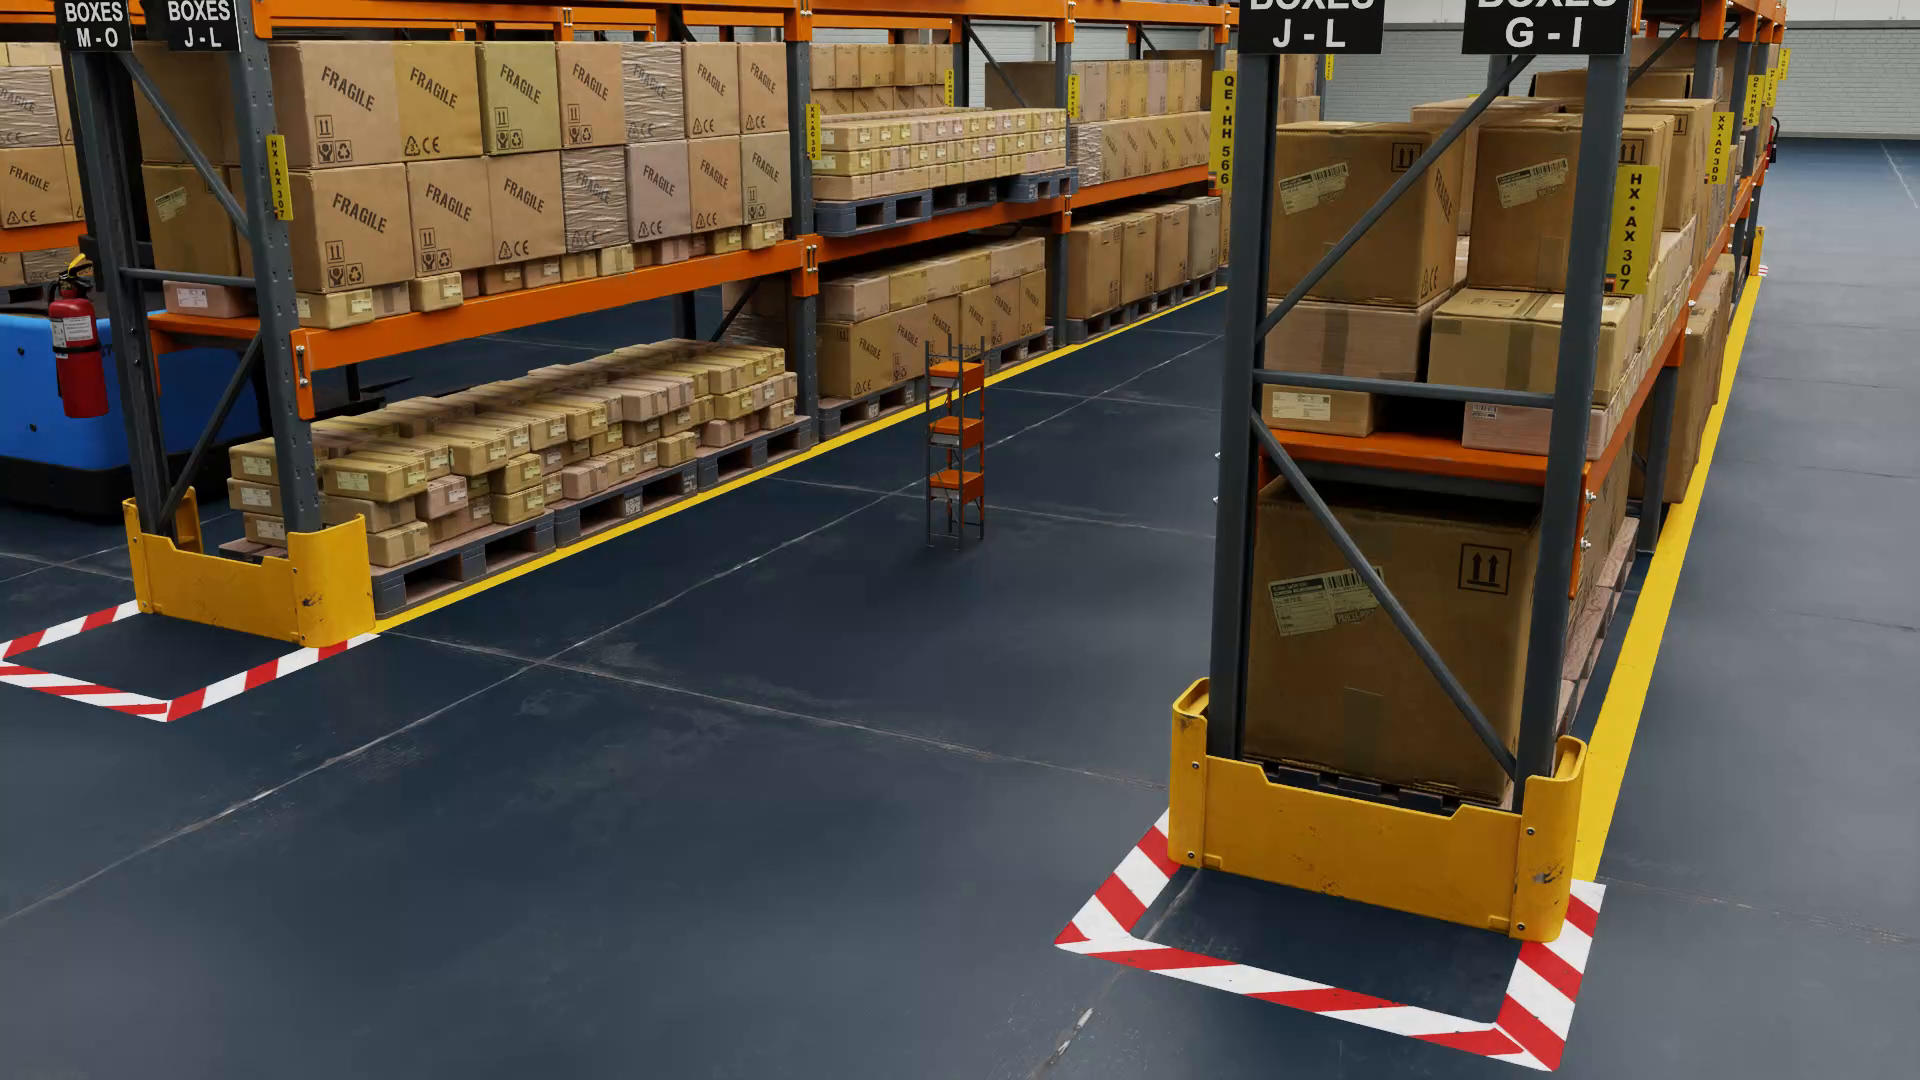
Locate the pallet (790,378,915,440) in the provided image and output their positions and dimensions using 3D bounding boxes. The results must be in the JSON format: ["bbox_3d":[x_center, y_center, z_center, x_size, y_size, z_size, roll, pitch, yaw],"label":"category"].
[{"bbox_3d":[-1.022,-0.955,11.369,1.003,0.211,1.213,8,18,25],"label":"pallet"}]

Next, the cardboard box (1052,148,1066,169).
[{"bbox_3d":[0.610,-3.009,13.090,0.380,0.149,0.250,8,19,26],"label":"cardboard box"}]

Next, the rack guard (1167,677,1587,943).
[{"bbox_3d":[1.226,0.787,4.998,1.175,0.500,0.348,8,18,25],"label":"rack guard"}]

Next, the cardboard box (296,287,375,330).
[{"bbox_3d":[-2.718,-0.995,7.047,0.380,0.149,0.250,8,18,25],"label":"cardboard box"}]

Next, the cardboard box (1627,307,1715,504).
[{"bbox_3d":[3.292,-0.785,8.893,1.225,0.875,0.875,8,18,26],"label":"cardboard box"}]

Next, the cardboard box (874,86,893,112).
[{"bbox_3d":[-1.174,-5.390,20.707,0.500,0.500,0.500,8,18,26],"label":"cardboard box"}]

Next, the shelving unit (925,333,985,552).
[{"bbox_3d":[-0.024,-0.490,8.329,0.215,1.050,0.252,8,18,25],"label":"shelving unit"}]

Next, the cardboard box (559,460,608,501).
[{"bbox_3d":[-2.057,-0.324,8.615,0.380,0.149,0.250,7,18,23],"label":"cardboard box"}]

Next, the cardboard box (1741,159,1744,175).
[{"bbox_3d":[6.964,-3.370,15.045,0.380,0.149,0.250,8,18,25],"label":"cardboard box"}]

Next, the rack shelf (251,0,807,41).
[{"bbox_3d":[-2.262,-2.677,8.264,1.077,0.370,4.000,8,18,25],"label":"rack shelf"}]

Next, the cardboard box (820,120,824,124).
[{"bbox_3d":[-1.127,-2.721,11.074,0.380,0.149,0.250,7,18,24],"label":"cardboard box"}]

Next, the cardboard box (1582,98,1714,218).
[{"bbox_3d":[3.057,-1.716,7.456,0.500,0.500,0.500,9,19,27],"label":"cardboard box"}]

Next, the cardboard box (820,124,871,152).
[{"bbox_3d":[-0.781,-2.501,10.336,0.380,0.149,0.250,9,19,28],"label":"cardboard box"}]

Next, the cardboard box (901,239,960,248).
[{"bbox_3d":[-0.332,-2.201,13.001,0.500,0.250,0.500,8,18,25],"label":"cardboard box"}]

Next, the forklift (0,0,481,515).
[{"bbox_3d":[-4.245,-1.909,9.803,1.130,2.935,3.031,8,19,26],"label":"forklift"}]

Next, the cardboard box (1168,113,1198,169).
[{"bbox_3d":[1.986,-3.883,16.155,0.500,0.500,0.500,8,18,25],"label":"cardboard box"}]

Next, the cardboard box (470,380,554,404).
[{"bbox_3d":[-2.429,-0.757,9.029,0.380,0.149,0.250,8,18,26],"label":"cardboard box"}]

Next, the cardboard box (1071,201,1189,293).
[{"bbox_3d":[1.575,-2.839,16.028,1.050,0.750,0.750,8,18,25],"label":"cardboard box"}]

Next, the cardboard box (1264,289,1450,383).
[{"bbox_3d":[1.215,-0.646,5.170,0.500,0.250,0.500,8,18,24],"label":"cardboard box"}]

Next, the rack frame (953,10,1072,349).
[{"bbox_3d":[0.419,-3.112,13.734,1.000,3.000,0.127,8,18,25],"label":"rack frame"}]

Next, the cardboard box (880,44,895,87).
[{"bbox_3d":[-1.229,-5.885,20.617,0.700,0.500,0.500,8,18,25],"label":"cardboard box"}]

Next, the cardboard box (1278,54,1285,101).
[{"bbox_3d":[3.138,-5.221,18.675,0.875,0.550,0.500,8,18,25],"label":"cardboard box"}]

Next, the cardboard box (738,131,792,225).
[{"bbox_3d":[-1.332,-2.125,9.711,0.500,0.500,0.500,8,18,25],"label":"cardboard box"}]

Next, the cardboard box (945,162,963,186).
[{"bbox_3d":[-0.202,-2.549,11.543,0.380,0.149,0.250,8,18,24],"label":"cardboard box"}]

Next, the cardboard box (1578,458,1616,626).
[{"bbox_3d":[2.255,-0.232,7.032,0.875,0.875,0.875,8,18,25],"label":"cardboard box"}]

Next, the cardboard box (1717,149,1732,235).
[{"bbox_3d":[4.584,-2.220,10.554,0.500,0.500,0.500,8,18,25],"label":"cardboard box"}]

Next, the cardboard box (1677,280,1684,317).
[{"bbox_3d":[2.951,-1.066,7.286,0.380,0.149,0.250,8,18,24],"label":"cardboard box"}]

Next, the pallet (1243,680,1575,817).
[{"bbox_3d":[1.524,0.706,5.778,1.003,0.211,1.213,8,18,25],"label":"pallet"}]

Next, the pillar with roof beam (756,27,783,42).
[{"bbox_3d":[0.493,-10.178,26.988,9.100,9.000,0.400,8,18,25],"label":"pillar with roof beam"}]

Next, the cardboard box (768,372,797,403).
[{"bbox_3d":[-1.225,-0.950,10.201,0.380,0.149,0.250,9,19,26],"label":"cardboard box"}]

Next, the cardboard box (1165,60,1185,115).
[{"bbox_3d":[1.762,-4.400,16.138,0.700,0.500,0.500,8,18,24],"label":"cardboard box"}]

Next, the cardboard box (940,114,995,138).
[{"bbox_3d":[0.030,-2.966,11.901,0.380,0.149,0.250,9,19,28],"label":"cardboard box"}]

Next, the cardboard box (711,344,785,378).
[{"bbox_3d":[-1.295,-1.089,10.149,0.380,0.149,0.250,9,19,27],"label":"cardboard box"}]

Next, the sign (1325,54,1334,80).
[{"bbox_3d":[4.473,-5.746,20.152,0.100,0.325,0.005,8,18,25],"label":"sign"}]

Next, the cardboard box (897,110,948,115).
[{"bbox_3d":[-0.311,-3.187,12.645,0.380,0.149,0.250,7,18,23],"label":"cardboard box"}]

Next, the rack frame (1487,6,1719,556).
[{"bbox_3d":[3.024,-1.437,8.093,1.000,3.000,0.127,8,18,25],"label":"rack frame"}]

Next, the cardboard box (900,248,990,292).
[{"bbox_3d":[-0.109,-2.010,12.358,0.500,0.250,0.500,9,19,27],"label":"cardboard box"}]

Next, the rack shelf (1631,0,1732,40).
[{"bbox_3d":[2.130,-2.020,6.053,1.077,0.370,4.000,8,18,25],"label":"rack shelf"}]

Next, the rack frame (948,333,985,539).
[{"bbox_3d":[0.031,-0.521,8.434,0.200,1.050,0.008,8,18,25],"label":"rack frame"}]

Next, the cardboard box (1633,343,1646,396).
[{"bbox_3d":[2.148,-0.608,5.743,0.380,0.149,0.250,8,18,24],"label":"cardboard box"}]

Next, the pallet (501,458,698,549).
[{"bbox_3d":[-2.181,-0.269,9.060,1.003,0.211,1.213,8,18,25],"label":"pallet"}]

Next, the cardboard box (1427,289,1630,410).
[{"bbox_3d":[1.692,-0.576,4.937,0.500,0.250,0.500,8,18,24],"label":"cardboard box"}]

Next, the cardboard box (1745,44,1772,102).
[{"bbox_3d":[7.027,-4.226,15.031,0.500,0.500,0.500,8,18,25],"label":"cardboard box"}]

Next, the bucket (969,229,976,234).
[{"bbox_3d":[0.205,-3.618,18.518,0.620,0.611,0.726,-27,30,-37],"label":"bucket"}]

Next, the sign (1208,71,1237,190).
[{"bbox_3d":[0.757,-1.159,4.708,0.100,0.325,0.005,8,18,25],"label":"sign"}]

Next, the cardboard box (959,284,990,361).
[{"bbox_3d":[-0.098,-1.646,12.450,0.500,0.500,0.500,7,18,23],"label":"cardboard box"}]

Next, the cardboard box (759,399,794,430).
[{"bbox_3d":[-1.239,-0.785,10.168,0.380,0.149,0.250,8,18,26],"label":"cardboard box"}]

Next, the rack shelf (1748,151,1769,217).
[{"bbox_3d":[7.492,-3.639,16.771,1.077,0.370,4.000,8,18,25],"label":"rack shelf"}]

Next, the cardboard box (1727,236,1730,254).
[{"bbox_3d":[7.062,-2.721,16.070,0.500,0.500,0.500,16,23,43],"label":"cardboard box"}]

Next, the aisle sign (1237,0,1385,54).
[{"bbox_3d":[0.936,-1.684,4.359,0.394,0.787,0.004,8,18,25],"label":"aisle sign"}]

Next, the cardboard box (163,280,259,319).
[{"bbox_3d":[-3.263,-1.073,7.310,0.380,0.149,0.250,8,18,25],"label":"cardboard box"}]

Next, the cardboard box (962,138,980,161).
[{"bbox_3d":[-0.084,-2.757,11.720,0.380,0.149,0.250,8,18,24],"label":"cardboard box"}]

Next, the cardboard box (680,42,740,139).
[{"bbox_3d":[-1.563,-2.477,9.140,0.500,0.500,0.500,7,18,24],"label":"cardboard box"}]

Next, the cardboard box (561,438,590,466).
[{"bbox_3d":[-2.160,-0.494,8.667,0.380,0.149,0.250,9,19,28],"label":"cardboard box"}]

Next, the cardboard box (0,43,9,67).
[{"bbox_3d":[-6.323,-3.099,10.619,0.380,0.149,0.250,8,18,24],"label":"cardboard box"}]

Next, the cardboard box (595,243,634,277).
[{"bbox_3d":[-1.921,-1.463,8.623,0.380,0.149,0.250,9,19,26],"label":"cardboard box"}]

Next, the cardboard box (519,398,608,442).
[{"bbox_3d":[-2.047,-0.622,8.576,0.380,0.149,0.250,8,19,26],"label":"cardboard box"}]
